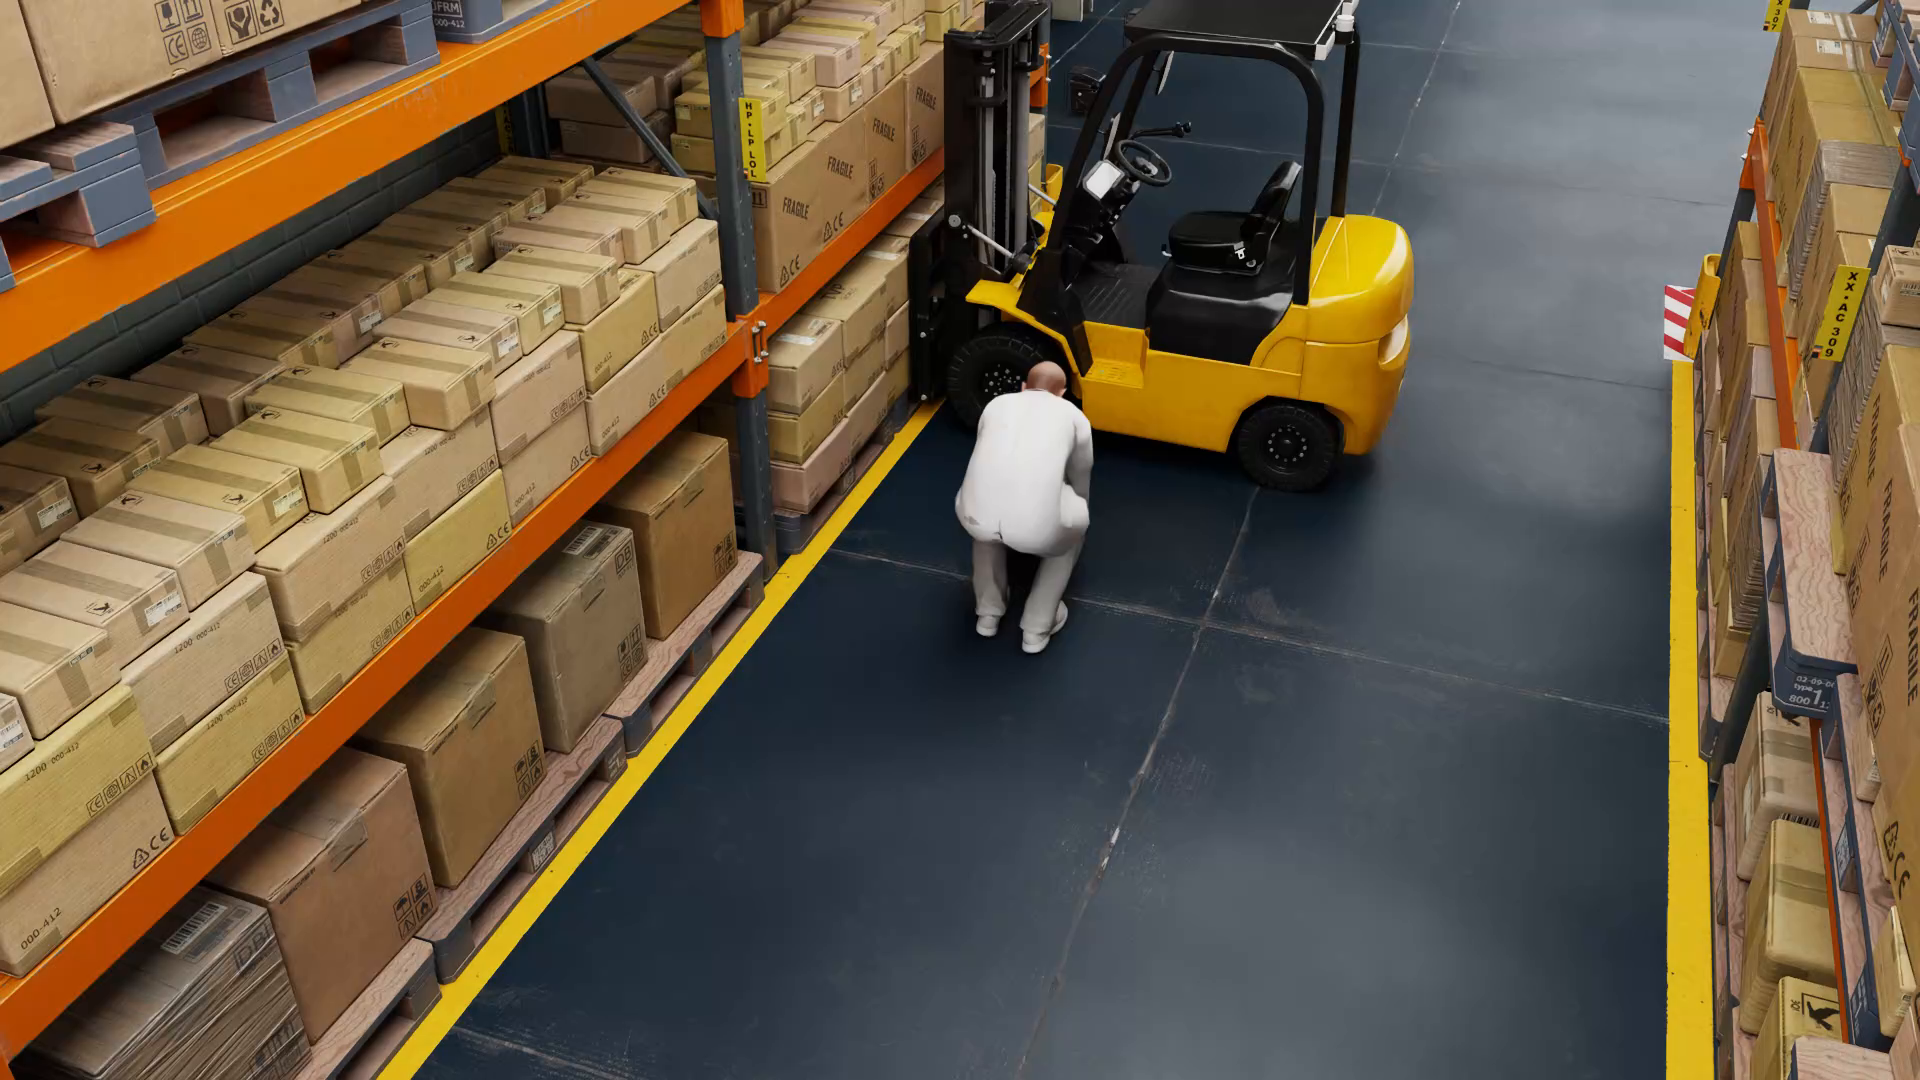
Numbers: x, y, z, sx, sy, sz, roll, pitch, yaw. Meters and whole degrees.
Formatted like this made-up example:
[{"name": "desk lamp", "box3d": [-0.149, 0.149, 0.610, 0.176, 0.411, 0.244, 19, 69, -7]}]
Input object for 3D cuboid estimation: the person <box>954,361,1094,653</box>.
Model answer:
[{"name": "person", "box3d": [0.289, -0.130, 7.059, 0.587, 1.013, 0.935, 10, 34, 14]}]
